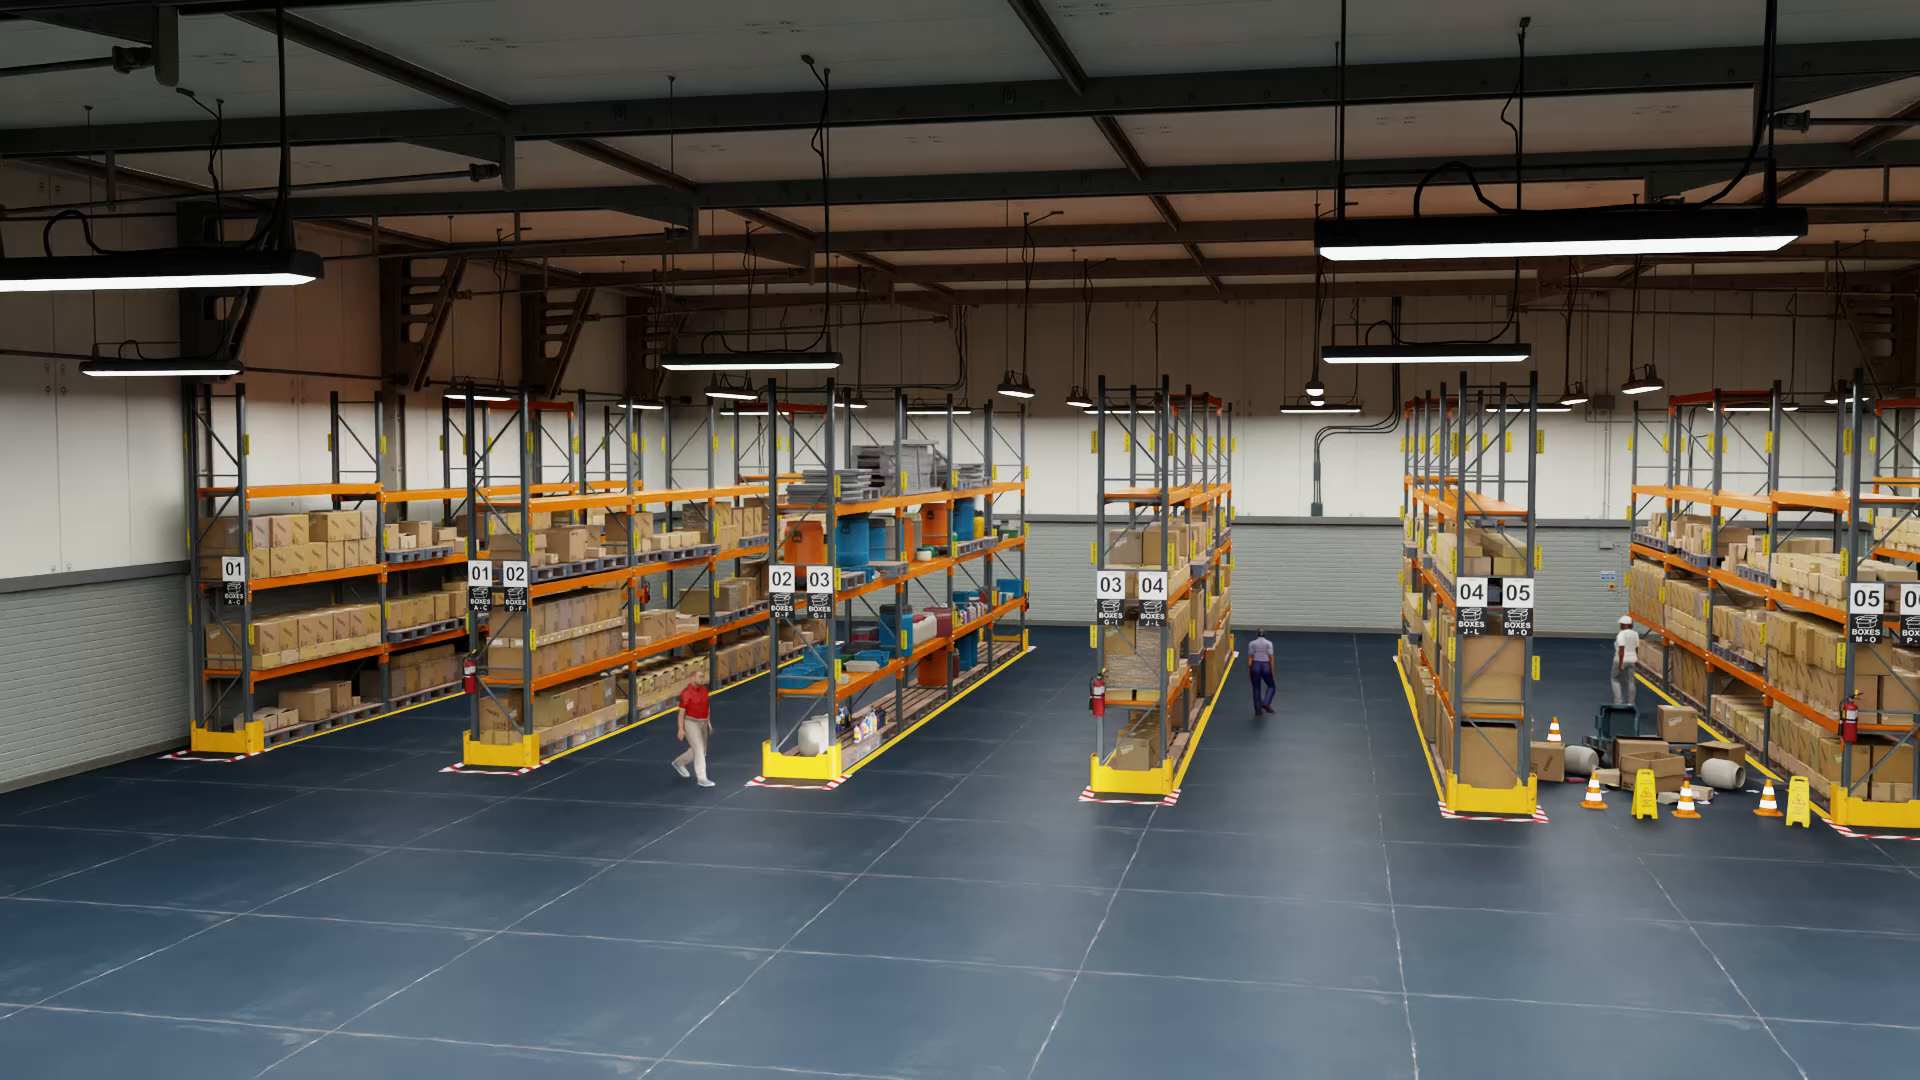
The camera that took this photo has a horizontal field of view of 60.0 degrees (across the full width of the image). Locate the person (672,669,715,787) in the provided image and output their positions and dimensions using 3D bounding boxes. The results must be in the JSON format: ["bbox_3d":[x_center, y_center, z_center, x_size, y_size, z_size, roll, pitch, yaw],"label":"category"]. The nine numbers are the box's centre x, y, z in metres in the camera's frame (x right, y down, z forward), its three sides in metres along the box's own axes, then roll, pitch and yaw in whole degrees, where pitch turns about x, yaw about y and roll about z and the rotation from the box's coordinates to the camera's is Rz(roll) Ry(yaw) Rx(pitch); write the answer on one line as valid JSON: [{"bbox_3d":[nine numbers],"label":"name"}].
[{"bbox_3d":[-3.936,2.744,24.597,0.958,1.683,0.571,2,4,29],"label":"person"}]

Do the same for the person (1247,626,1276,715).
[{"bbox_3d":[5.568,2.425,30.743,0.524,1.646,0.474,1,3,18],"label":"person"}]

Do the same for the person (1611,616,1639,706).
[{"bbox_3d":[12.633,2.335,31.434,0.545,1.785,0.552,0,3,-7],"label":"person"}]
